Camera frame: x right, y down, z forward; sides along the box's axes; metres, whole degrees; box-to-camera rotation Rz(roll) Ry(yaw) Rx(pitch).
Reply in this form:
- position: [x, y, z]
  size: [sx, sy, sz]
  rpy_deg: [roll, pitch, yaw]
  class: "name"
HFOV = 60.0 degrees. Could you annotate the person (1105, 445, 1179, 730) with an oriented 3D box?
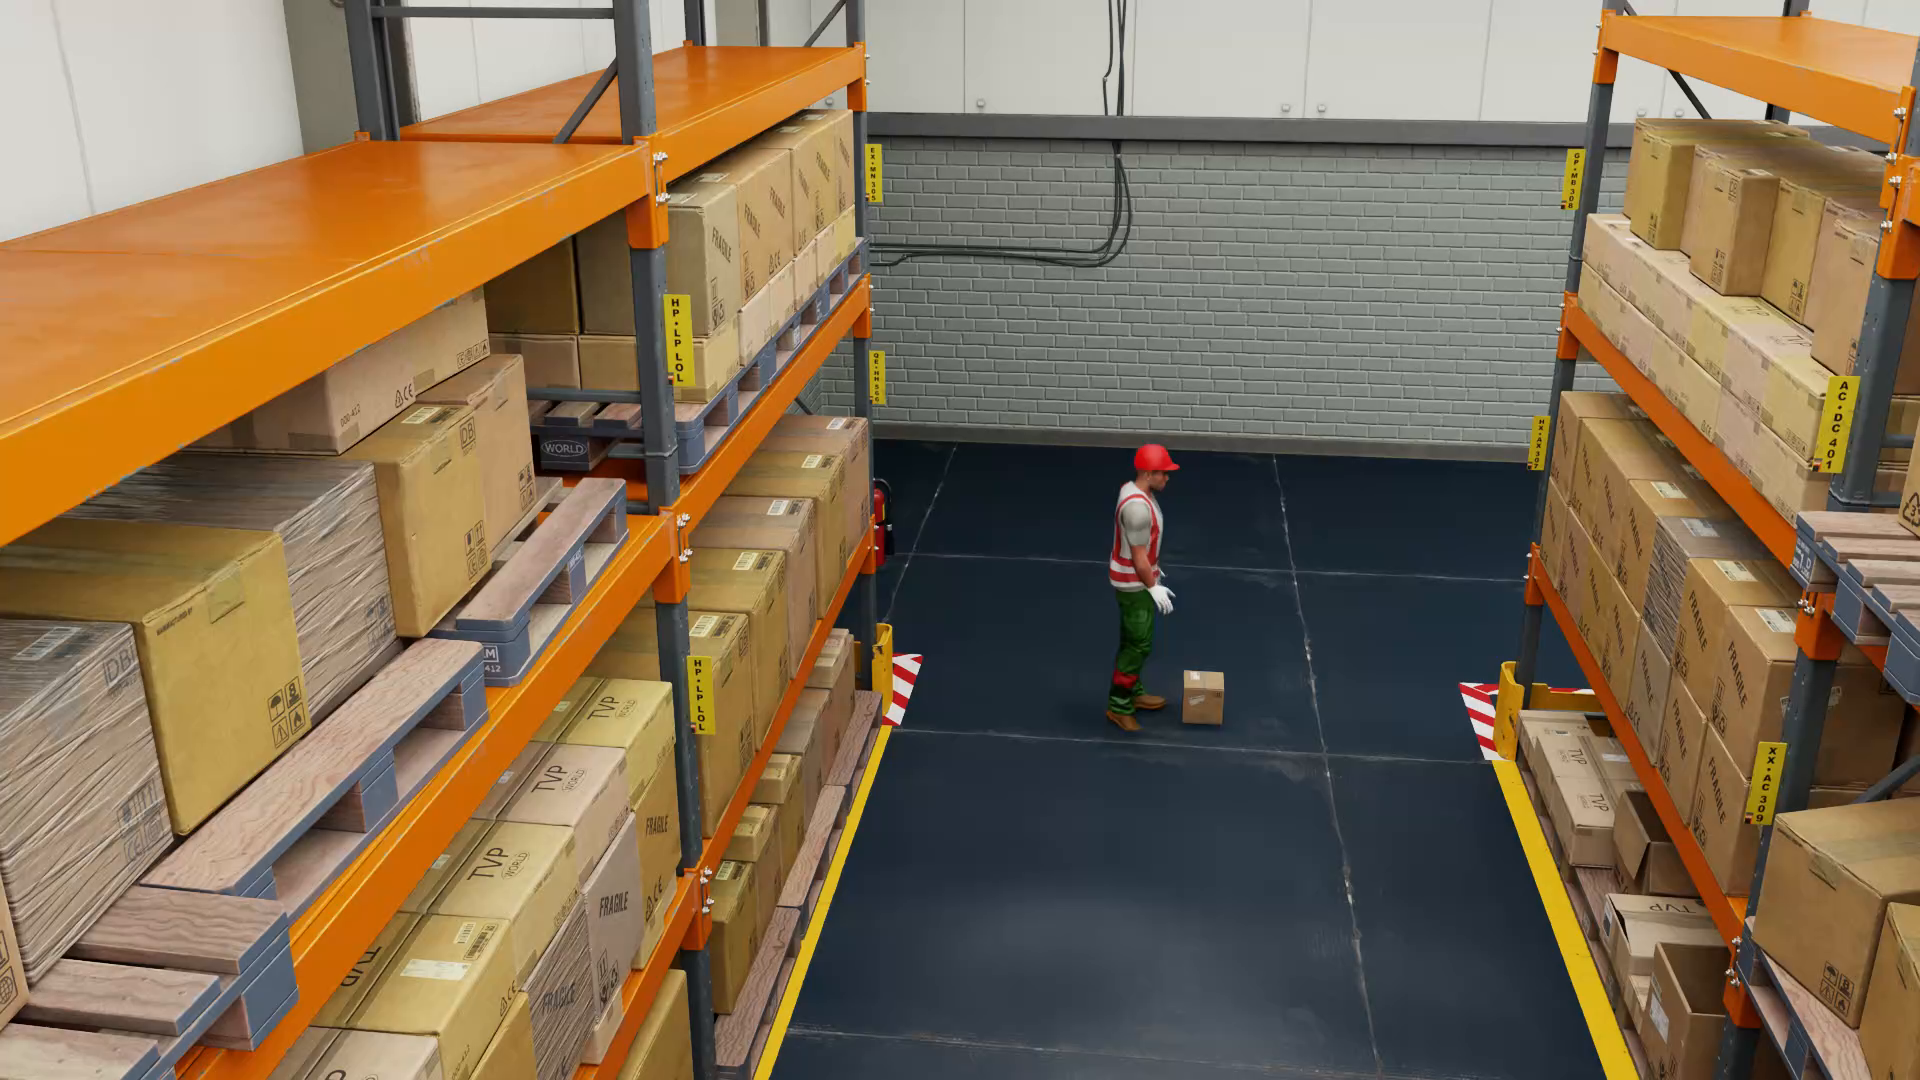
- position: [1.130, 0.298, 10.353]
  size: [0.413, 1.857, 0.539]
  rpy_deg: [2, 21, 6]
  class: "person"
